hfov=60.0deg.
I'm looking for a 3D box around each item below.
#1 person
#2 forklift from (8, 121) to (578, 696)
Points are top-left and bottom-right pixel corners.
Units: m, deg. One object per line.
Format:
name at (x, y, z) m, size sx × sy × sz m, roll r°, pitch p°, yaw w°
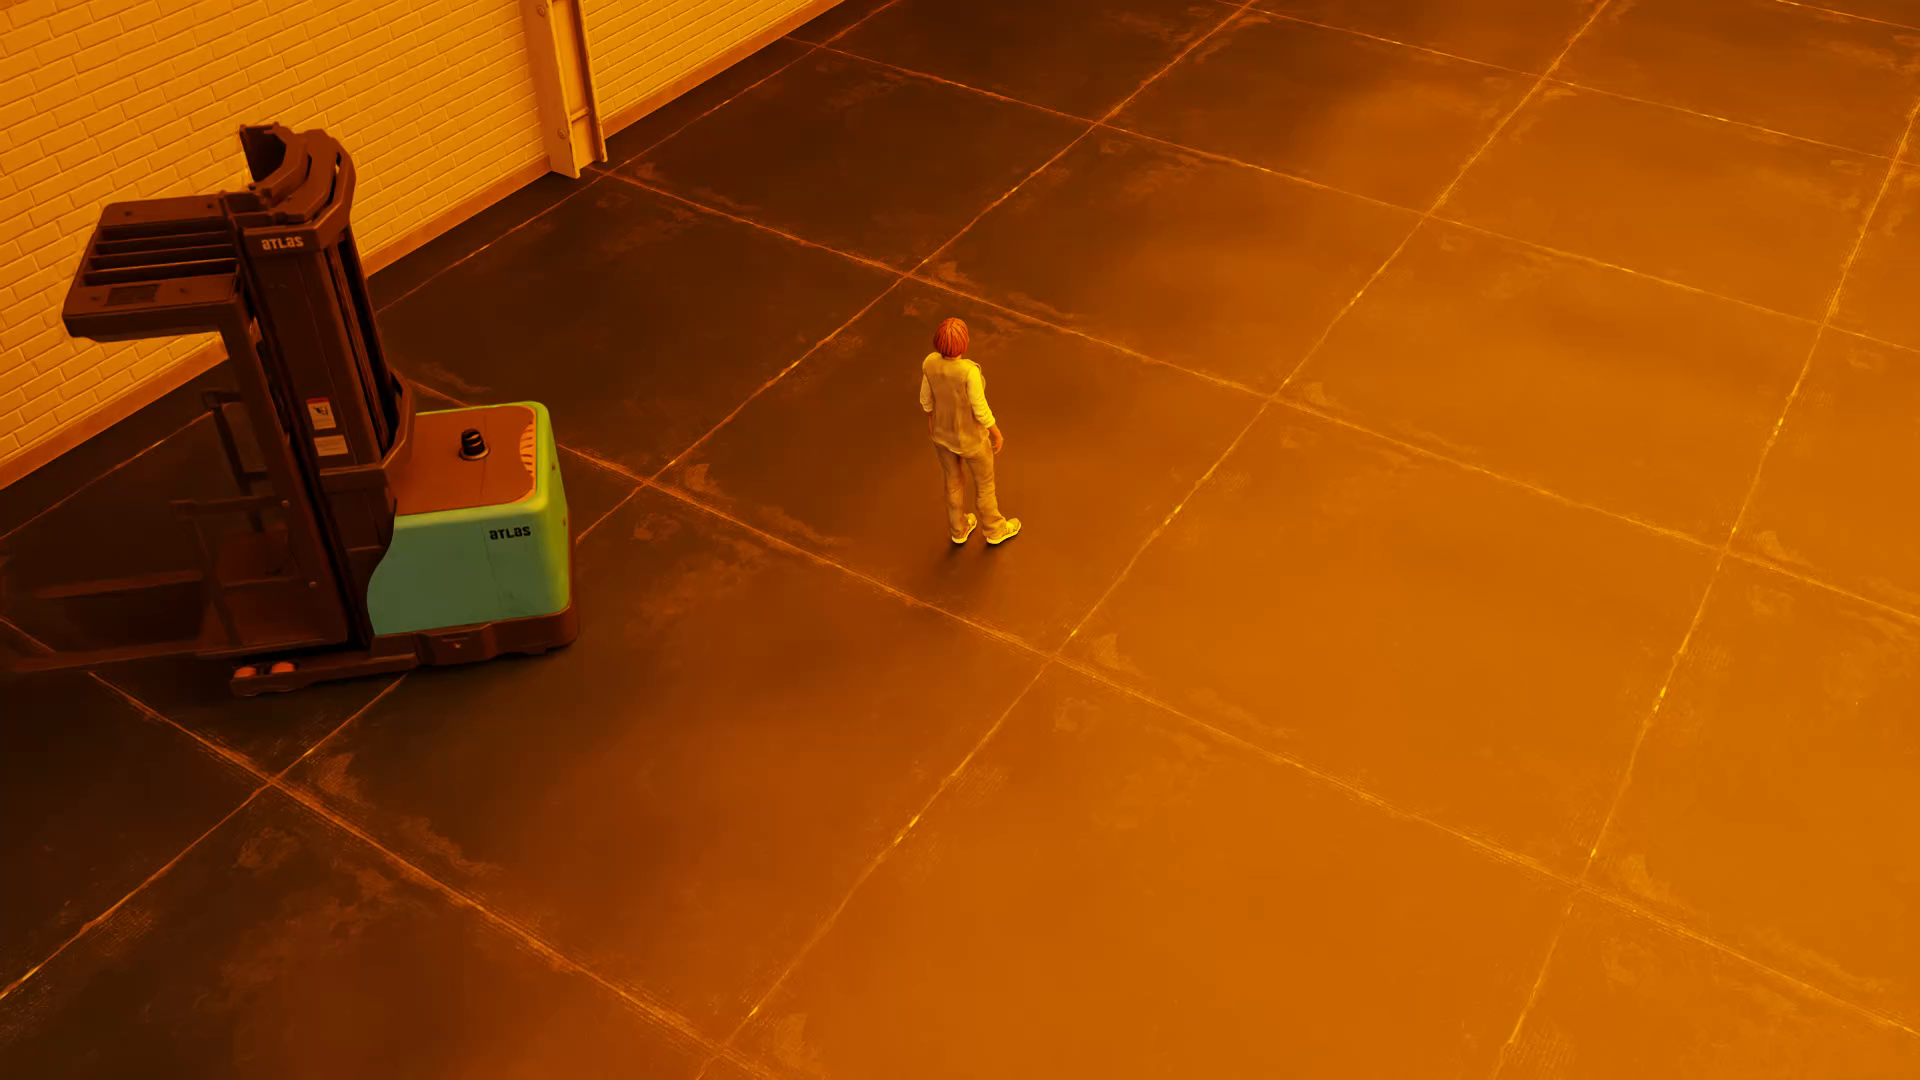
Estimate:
person at (0.052, -0.651, 9.756) m, size 0.521 × 1.599 × 0.473 m, roll 22°, pitch 45°, yaw 24°
forklift at (-3.752, -0.624, 8.703) m, size 3.031 × 2.935 × 1.130 m, roll -7°, pitch 41°, yaw -8°
